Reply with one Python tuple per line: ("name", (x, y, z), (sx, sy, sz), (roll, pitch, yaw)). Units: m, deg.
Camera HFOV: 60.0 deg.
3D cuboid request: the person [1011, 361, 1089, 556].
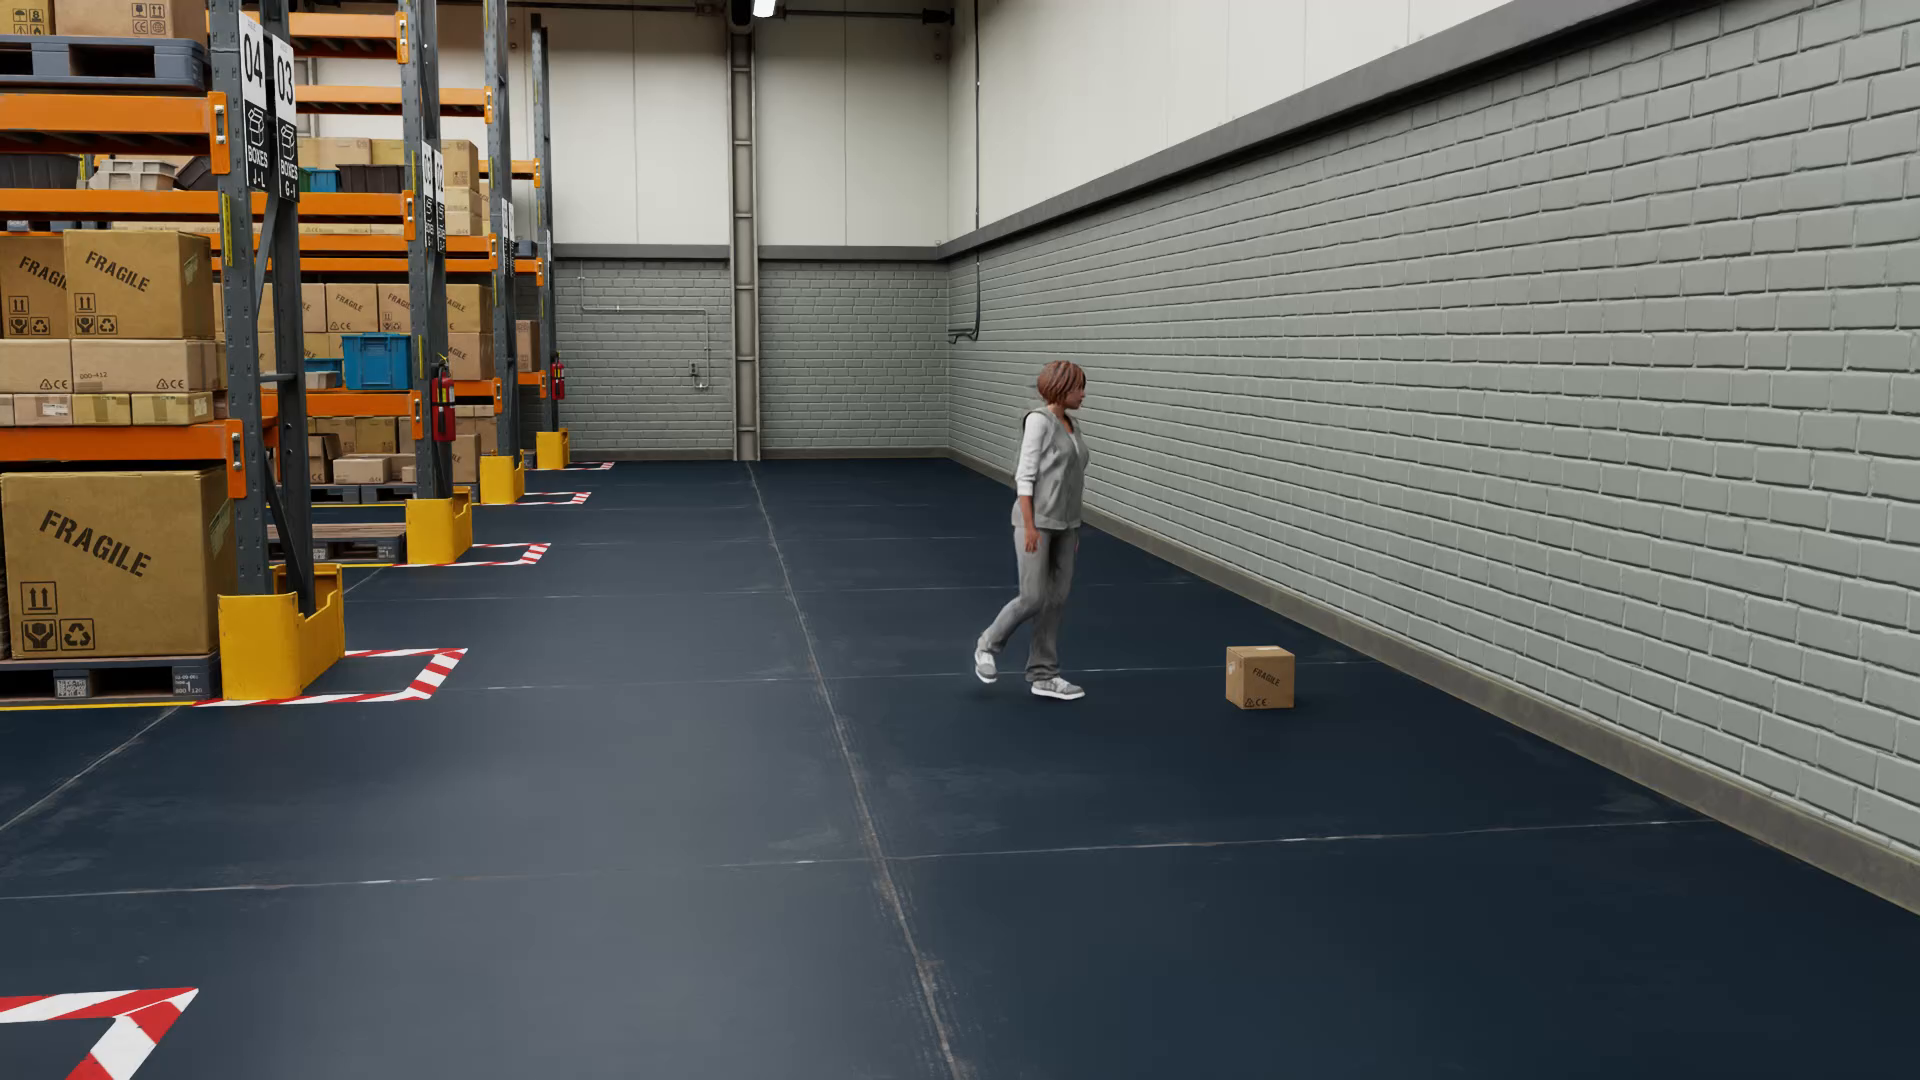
("person", (0.417, -0.368, 7.789), (0.328, 0.938, 0.440), (5, 8, 36))
